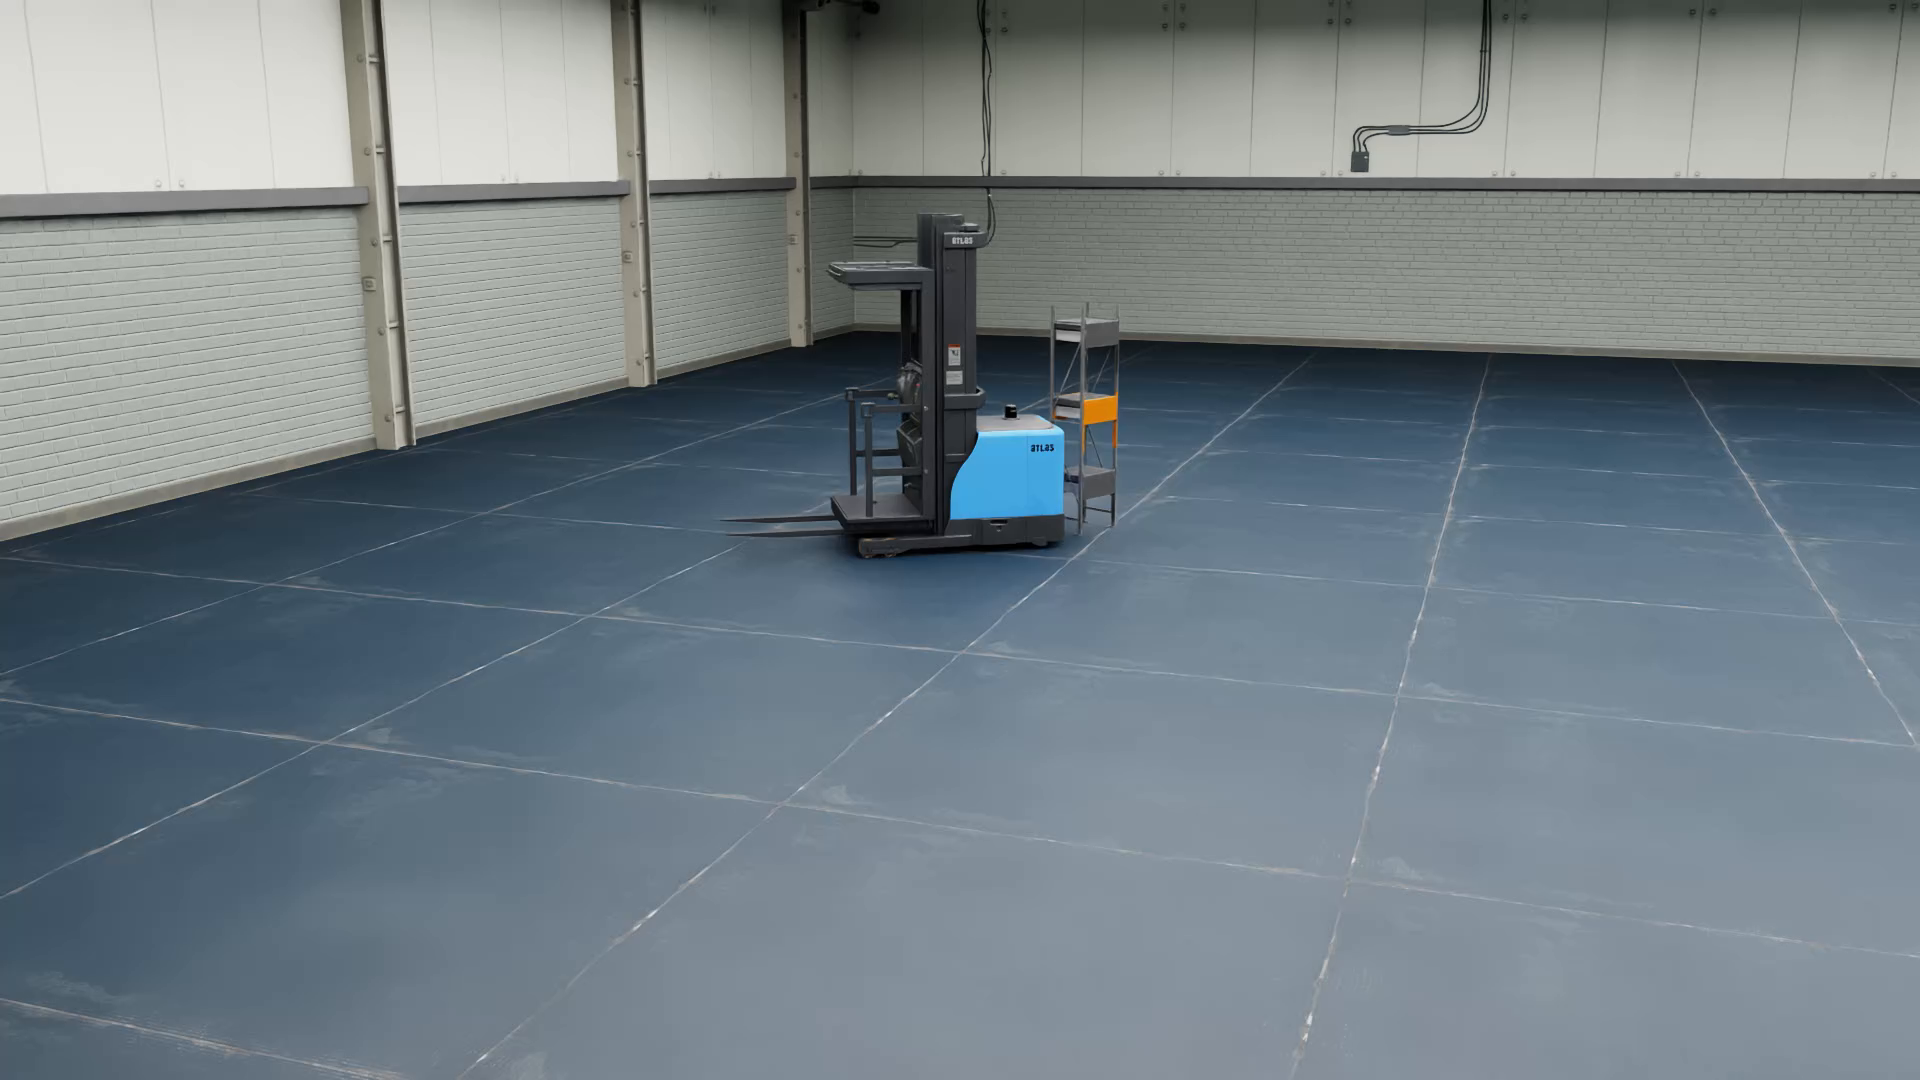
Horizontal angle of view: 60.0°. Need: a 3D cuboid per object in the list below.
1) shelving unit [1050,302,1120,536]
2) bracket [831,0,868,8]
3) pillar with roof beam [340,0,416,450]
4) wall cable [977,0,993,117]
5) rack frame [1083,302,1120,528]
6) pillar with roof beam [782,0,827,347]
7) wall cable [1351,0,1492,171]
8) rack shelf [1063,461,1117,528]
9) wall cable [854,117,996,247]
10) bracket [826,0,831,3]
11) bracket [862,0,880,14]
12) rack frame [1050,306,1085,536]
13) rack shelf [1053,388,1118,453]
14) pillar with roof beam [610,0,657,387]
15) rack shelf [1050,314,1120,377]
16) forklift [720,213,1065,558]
[{"bbox_3d":[1.150,-1.128,15.475,0.431,2.100,0.503,12,18,43],"label":"shelving unit"},{"bbox_3d":[-1.936,-10.241,31.806,0.076,0.066,3.189,4,14,18],"label":"bracket"},{"bbox_3d":[-2.791,-5.213,17.867,9.100,9.000,0.400,4,14,18],"label":"pillar with roof beam"},{"bbox_3d":[1.782,-9.328,31.525,3.097,2.526,0.112,4,14,18],"label":"wall cable"},{"bbox_3d":[1.322,-1.167,15.644,0.400,2.100,0.015,12,18,43],"label":"rack frame"},{"bbox_3d":[1.092,-7.740,28.937,9.100,9.000,0.548,4,14,18],"label":"pillar with roof beam"},{"bbox_3d":[8.200,-9.546,29.207,2.305,6.003,0.169,4,14,18],"label":"wall cable"},{"bbox_3d":[1.150,-0.433,15.634,0.431,0.518,0.480,12,18,43],"label":"rack shelf"},{"bbox_3d":[-0.777,-7.061,32.941,3.097,2.526,0.112,4,14,18],"label":"wall cable"},{"bbox_3d":[-2.512,-9.866,30.165,0.235,0.232,0.430,4,14,18],"label":"bracket"},{"bbox_3d":[-1.745,-10.365,32.351,0.235,0.232,0.430,4,14,18],"label":"bracket"},{"bbox_3d":[0.979,-1.090,15.306,0.400,2.100,0.015,12,18,43],"label":"rack frame"},{"bbox_3d":[1.150,-1.115,15.478,0.431,0.518,0.480,12,18,43],"label":"rack shelf"},{"bbox_3d":[-0.850,-6.476,23.402,9.100,9.000,0.400,4,14,18],"label":"pillar with roof beam"},{"bbox_3d":[1.150,-1.798,15.322,0.431,0.518,0.480,12,18,43],"label":"rack shelf"},{"bbox_3d":[-0.631,-1.400,14.797,3.031,2.935,1.130,-3,13,-11],"label":"forklift"}]
